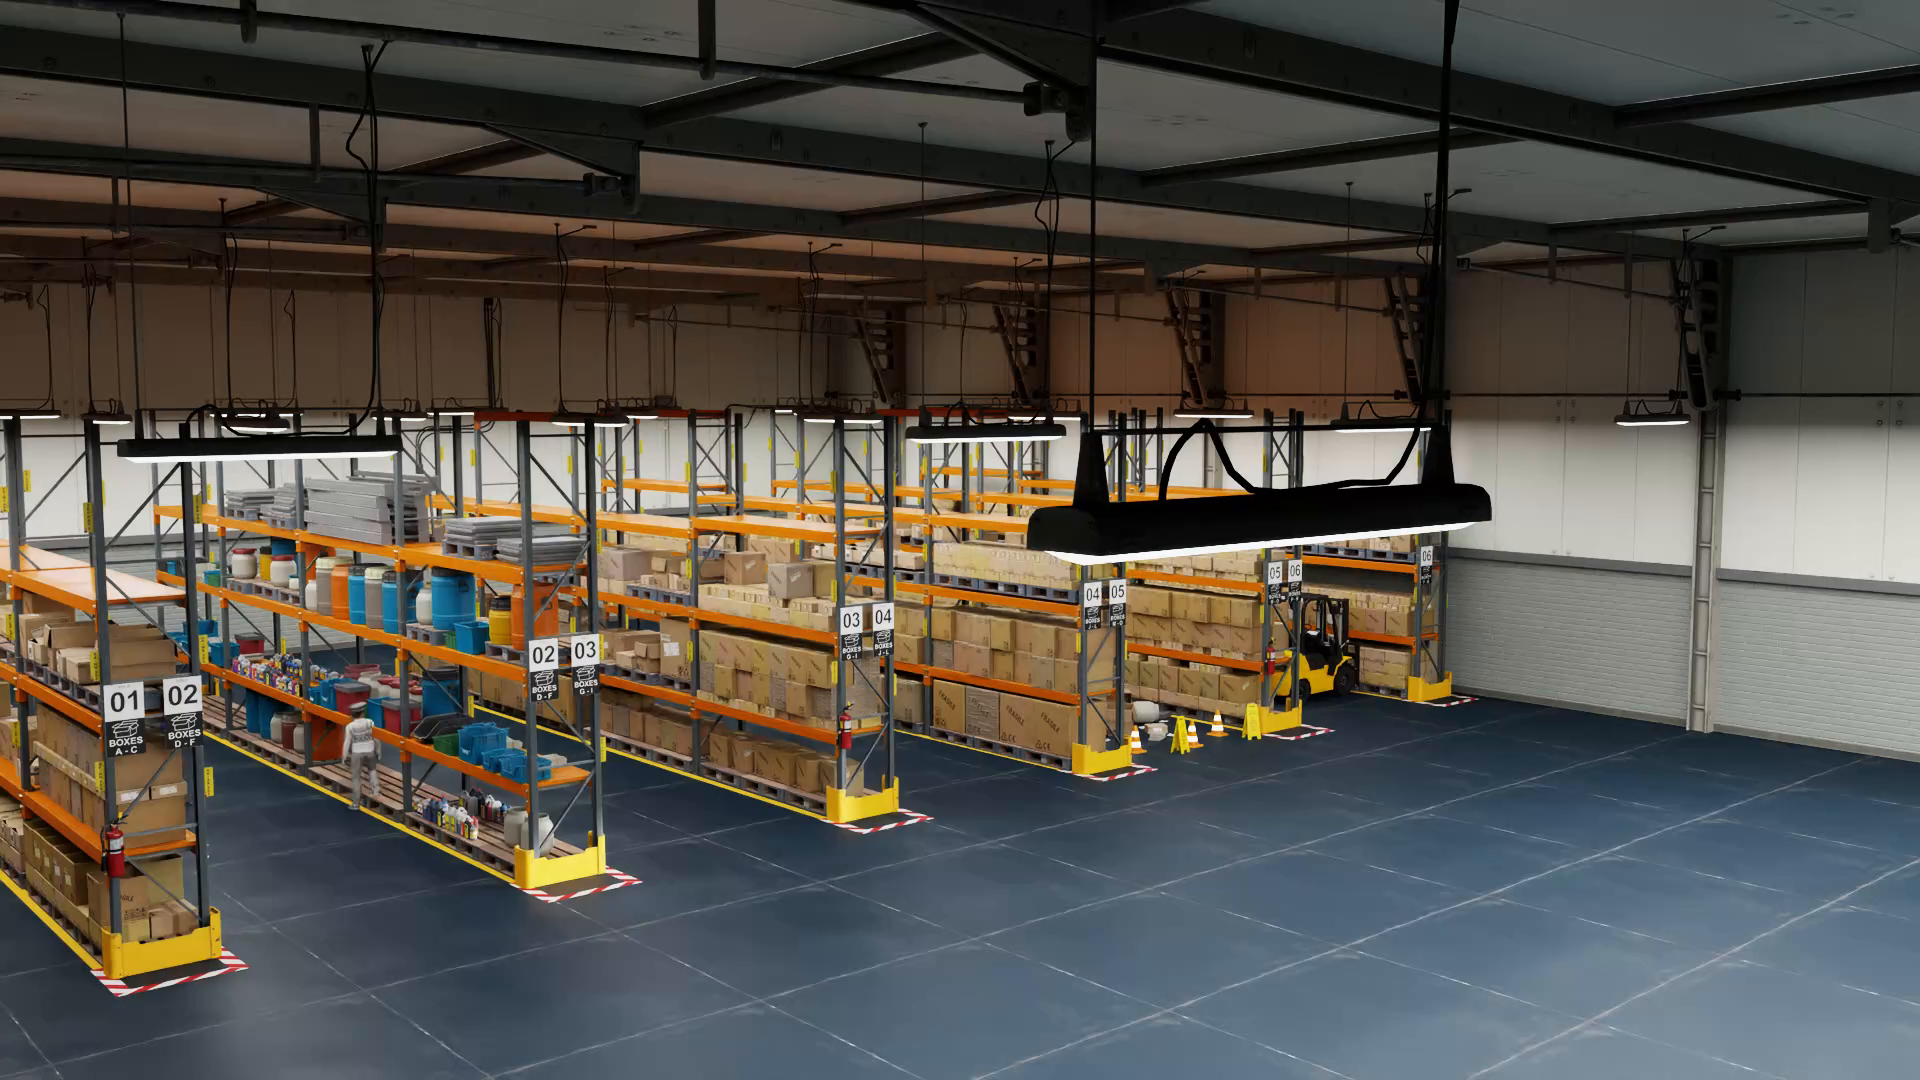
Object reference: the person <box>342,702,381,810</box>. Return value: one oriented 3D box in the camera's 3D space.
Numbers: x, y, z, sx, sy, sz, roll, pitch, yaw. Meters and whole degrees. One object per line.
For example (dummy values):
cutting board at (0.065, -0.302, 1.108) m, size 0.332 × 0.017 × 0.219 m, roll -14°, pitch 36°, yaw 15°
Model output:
person at (-9.100, 3.276, 25.307) m, size 0.564 × 1.657 × 0.454 m, roll -4°, pitch 6°, yaw -39°

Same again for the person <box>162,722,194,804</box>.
person at (-12.004, 3.287, 25.416) m, size 0.569 × 1.675 × 0.632 m, roll -1°, pitch 5°, yaw -15°
